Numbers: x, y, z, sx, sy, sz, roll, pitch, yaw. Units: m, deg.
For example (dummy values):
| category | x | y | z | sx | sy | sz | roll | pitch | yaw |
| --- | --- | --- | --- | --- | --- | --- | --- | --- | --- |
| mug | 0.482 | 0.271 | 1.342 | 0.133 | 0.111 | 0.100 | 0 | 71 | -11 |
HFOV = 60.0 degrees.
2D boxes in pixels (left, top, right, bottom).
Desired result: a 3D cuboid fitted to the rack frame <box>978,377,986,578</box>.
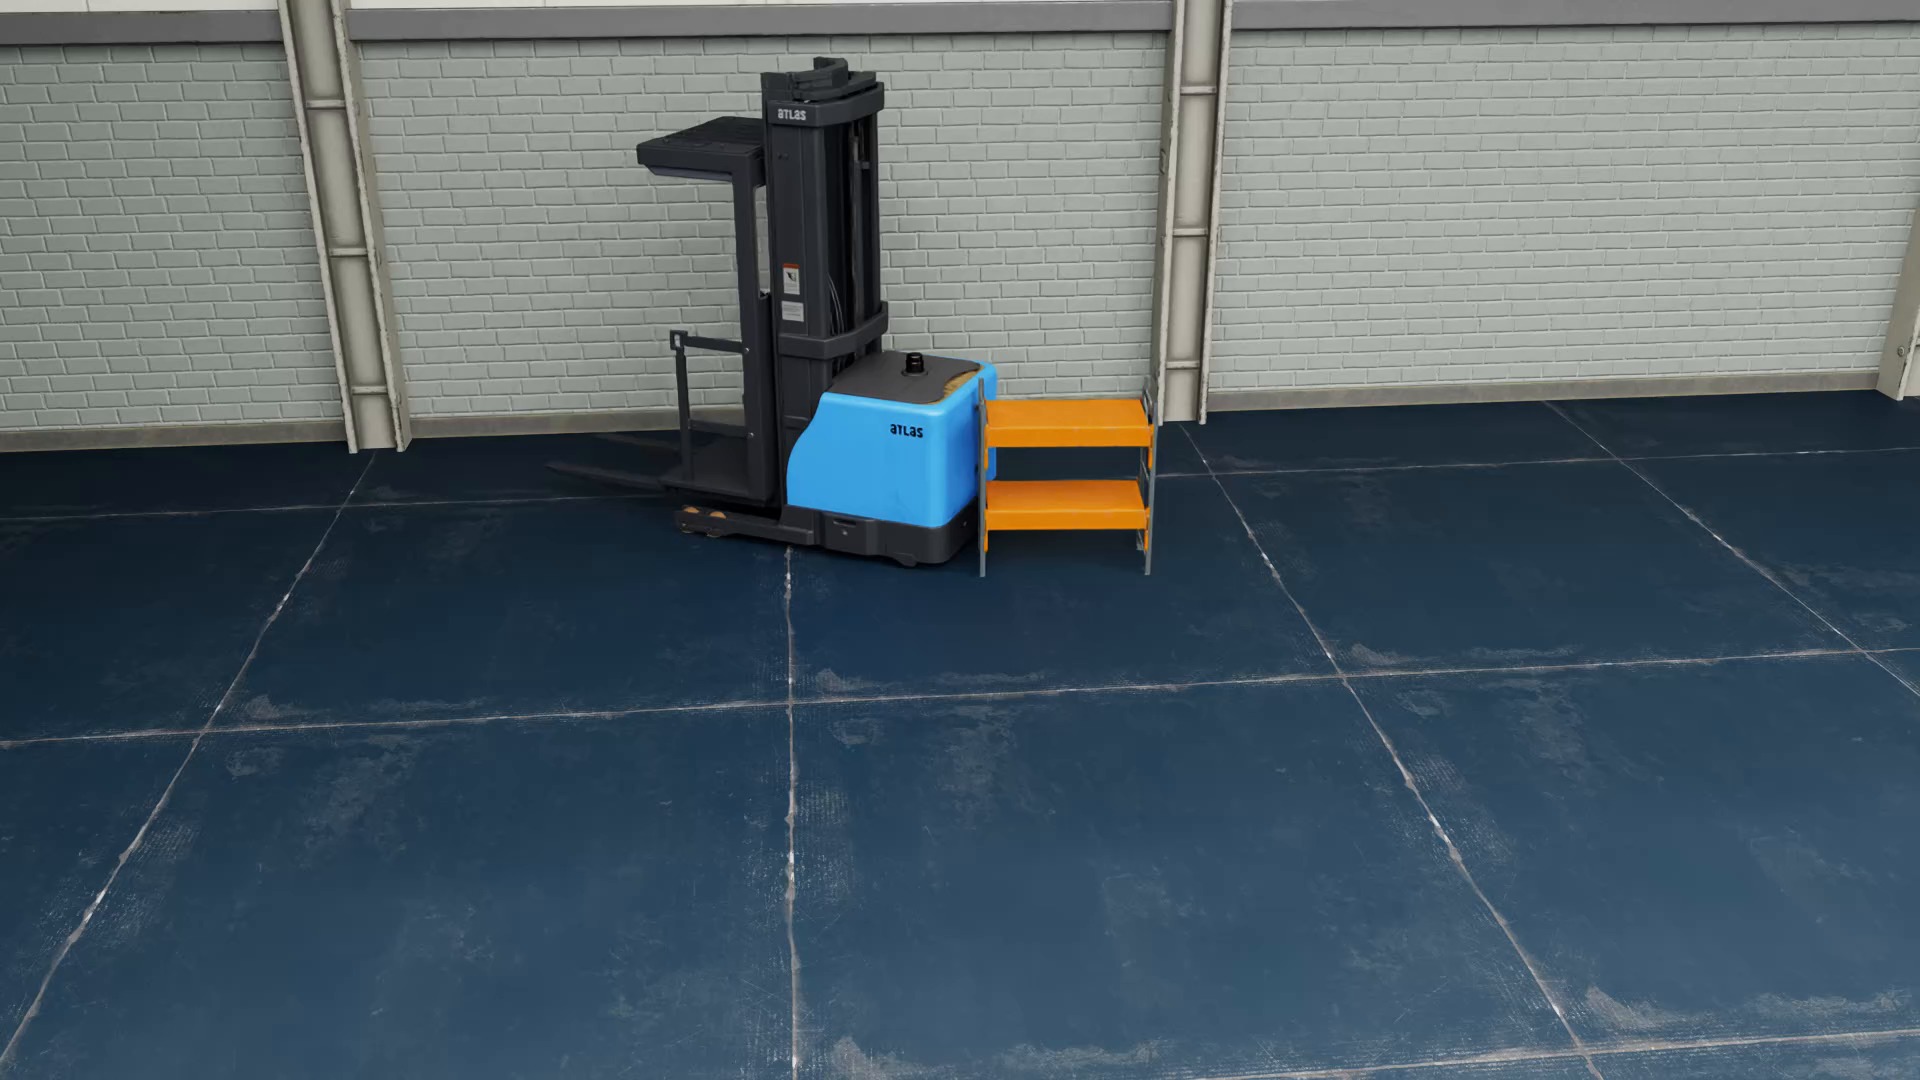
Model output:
| category | x | y | z | sx | sy | sz | roll | pitch | yaw |
| --- | --- | --- | --- | --- | --- | --- | --- | --- | --- |
| rack frame | 0.135 | -0.385 | 10.231 | 0.032 | 1.125 | 0.500 | 0 | 24 | -1 |

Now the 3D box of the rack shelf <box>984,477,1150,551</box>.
| category | x | y | z | sx | sy | sz | roll | pitch | yaw |
| --- | --- | --- | --- | --- | --- | --- | --- | --- | --- |
| rack shelf | 0.643 | -0.165 | 10.339 | 1.000 | 0.278 | 0.538 | 0 | 24 | -1 |

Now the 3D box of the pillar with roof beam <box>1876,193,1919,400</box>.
| category | x | y | z | sx | sy | sz | roll | pitch | yaw |
| --- | --- | --- | --- | --- | --- | --- | --- | --- | --- |
| pillar with roof beam | 8.071 | -3.557 | 7.673 | 0.400 | 9.000 | 9.100 | -2 | 24 | -5 |

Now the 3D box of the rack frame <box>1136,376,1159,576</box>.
| category | x | y | z | sx | sy | sz | roll | pitch | yaw |
| --- | --- | --- | --- | --- | --- | --- | --- | --- | --- |
| rack frame | 1.151 | -0.393 | 10.249 | 0.032 | 1.125 | 0.500 | 0 | 24 | -1 |

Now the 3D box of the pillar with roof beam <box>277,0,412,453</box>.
| category | x | y | z | sx | sy | sz | roll | pitch | yaw |
| --- | --- | --- | --- | --- | --- | --- | --- | --- | --- |
| pillar with roof beam | -3.871 | -3.078 | 6.595 | 0.400 | 9.000 | 9.100 | -2 | 24 | -5 |

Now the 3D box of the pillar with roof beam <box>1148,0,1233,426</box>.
| category | x | y | z | sx | sy | sz | roll | pitch | yaw |
| --- | --- | --- | --- | --- | --- | --- | --- | --- | --- |
| pillar with roof beam | 2.100 | -3.317 | 7.134 | 0.400 | 9.000 | 9.100 | -2 | 24 | -5 |

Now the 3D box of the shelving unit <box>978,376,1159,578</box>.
| category | x | y | z | sx | sy | sz | roll | pitch | yaw |
| --- | --- | --- | --- | --- | --- | --- | --- | --- | --- |
| shelving unit | 0.643 | -0.389 | 10.240 | 1.048 | 1.125 | 0.538 | 0 | 24 | -1 |

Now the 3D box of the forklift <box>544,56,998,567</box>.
| category | x | y | z | sx | sy | sz | roll | pitch | yaw |
| --- | --- | --- | --- | --- | --- | --- | --- | --- | --- |
| forklift | -1.315 | -1.541 | 10.608 | 3.031 | 2.935 | 1.130 | 9 | 26 | 20 |

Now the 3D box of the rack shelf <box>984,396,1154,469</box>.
| category | x | y | z | sx | sy | sz | roll | pitch | yaw |
| --- | --- | --- | --- | --- | --- | --- | --- | --- | --- |
| rack shelf | 0.643 | -0.656 | 10.121 | 1.000 | 0.278 | 0.538 | 0 | 24 | -1 |
